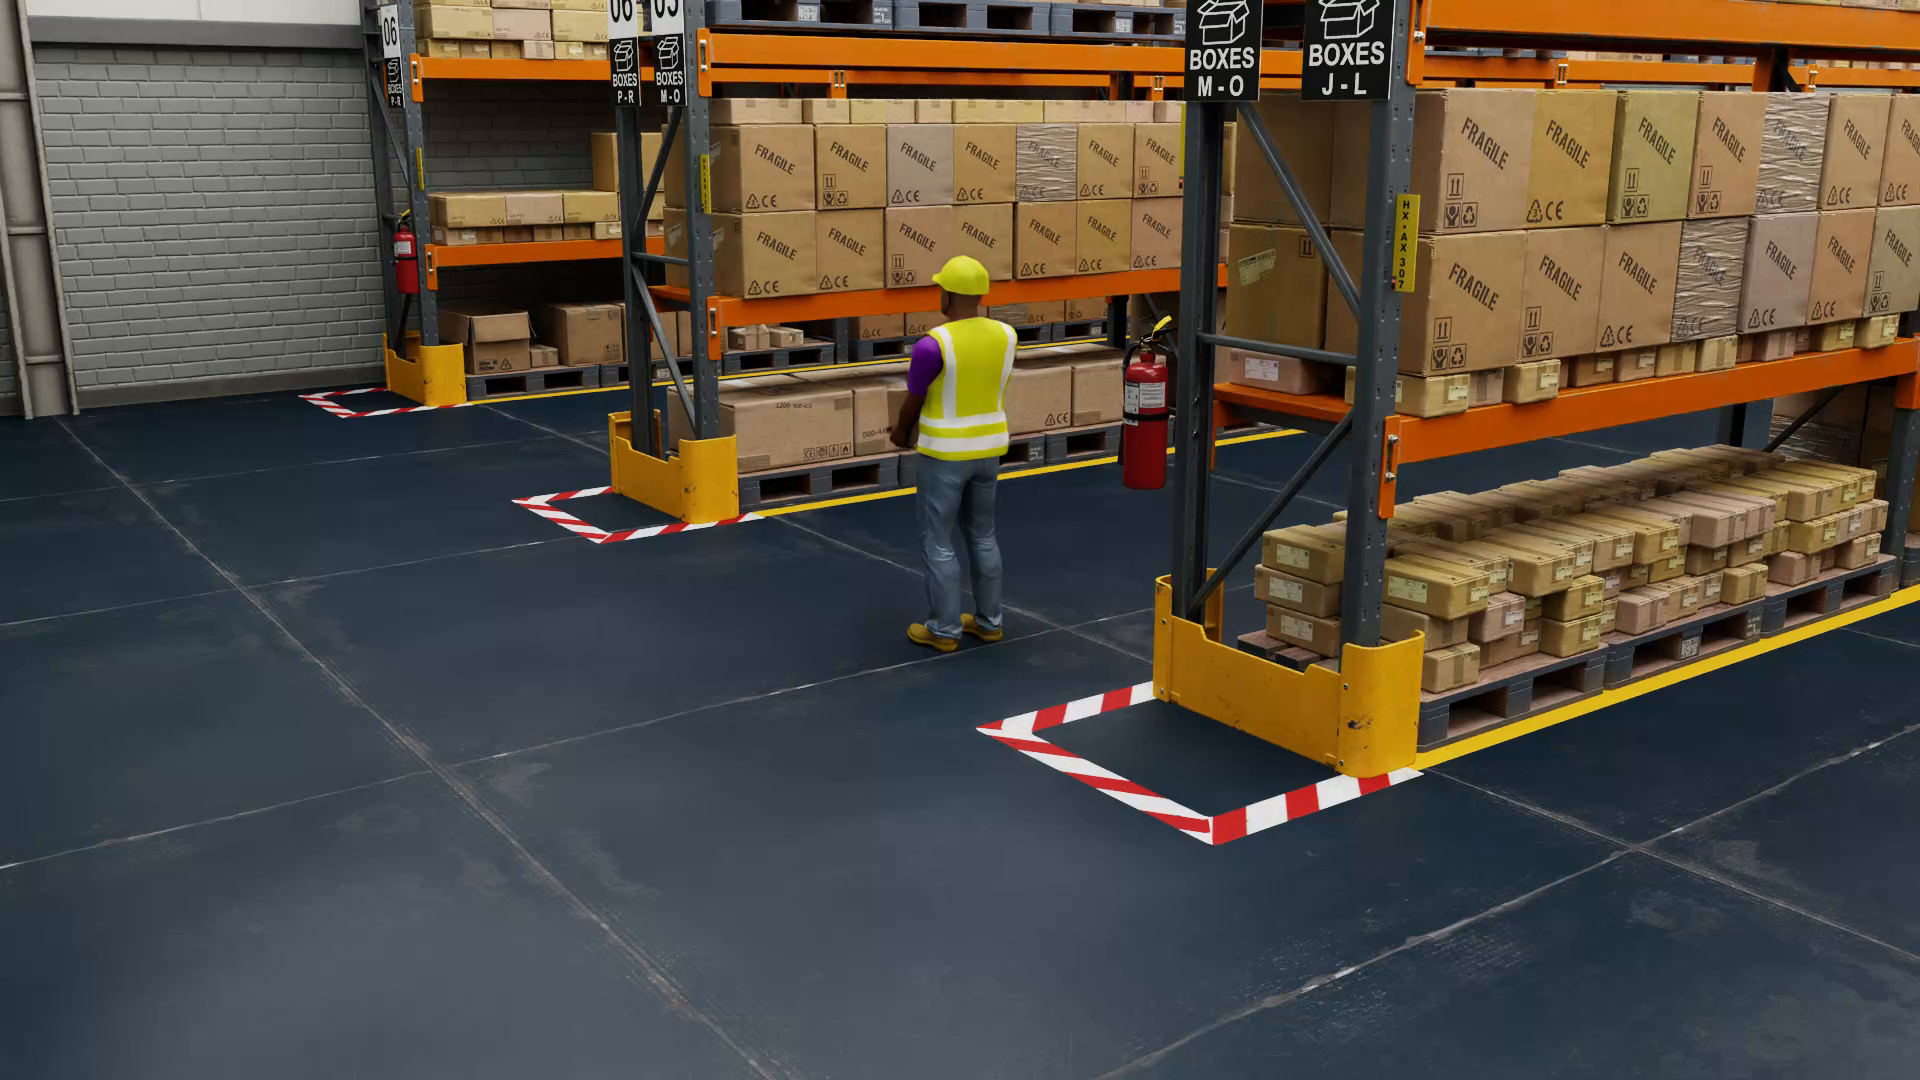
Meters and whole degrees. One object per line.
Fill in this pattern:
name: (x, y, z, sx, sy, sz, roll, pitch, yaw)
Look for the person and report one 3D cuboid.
person: (-0.060, -0.403, 7.531, 0.521, 1.767, 0.573, -10, 18, -35)
